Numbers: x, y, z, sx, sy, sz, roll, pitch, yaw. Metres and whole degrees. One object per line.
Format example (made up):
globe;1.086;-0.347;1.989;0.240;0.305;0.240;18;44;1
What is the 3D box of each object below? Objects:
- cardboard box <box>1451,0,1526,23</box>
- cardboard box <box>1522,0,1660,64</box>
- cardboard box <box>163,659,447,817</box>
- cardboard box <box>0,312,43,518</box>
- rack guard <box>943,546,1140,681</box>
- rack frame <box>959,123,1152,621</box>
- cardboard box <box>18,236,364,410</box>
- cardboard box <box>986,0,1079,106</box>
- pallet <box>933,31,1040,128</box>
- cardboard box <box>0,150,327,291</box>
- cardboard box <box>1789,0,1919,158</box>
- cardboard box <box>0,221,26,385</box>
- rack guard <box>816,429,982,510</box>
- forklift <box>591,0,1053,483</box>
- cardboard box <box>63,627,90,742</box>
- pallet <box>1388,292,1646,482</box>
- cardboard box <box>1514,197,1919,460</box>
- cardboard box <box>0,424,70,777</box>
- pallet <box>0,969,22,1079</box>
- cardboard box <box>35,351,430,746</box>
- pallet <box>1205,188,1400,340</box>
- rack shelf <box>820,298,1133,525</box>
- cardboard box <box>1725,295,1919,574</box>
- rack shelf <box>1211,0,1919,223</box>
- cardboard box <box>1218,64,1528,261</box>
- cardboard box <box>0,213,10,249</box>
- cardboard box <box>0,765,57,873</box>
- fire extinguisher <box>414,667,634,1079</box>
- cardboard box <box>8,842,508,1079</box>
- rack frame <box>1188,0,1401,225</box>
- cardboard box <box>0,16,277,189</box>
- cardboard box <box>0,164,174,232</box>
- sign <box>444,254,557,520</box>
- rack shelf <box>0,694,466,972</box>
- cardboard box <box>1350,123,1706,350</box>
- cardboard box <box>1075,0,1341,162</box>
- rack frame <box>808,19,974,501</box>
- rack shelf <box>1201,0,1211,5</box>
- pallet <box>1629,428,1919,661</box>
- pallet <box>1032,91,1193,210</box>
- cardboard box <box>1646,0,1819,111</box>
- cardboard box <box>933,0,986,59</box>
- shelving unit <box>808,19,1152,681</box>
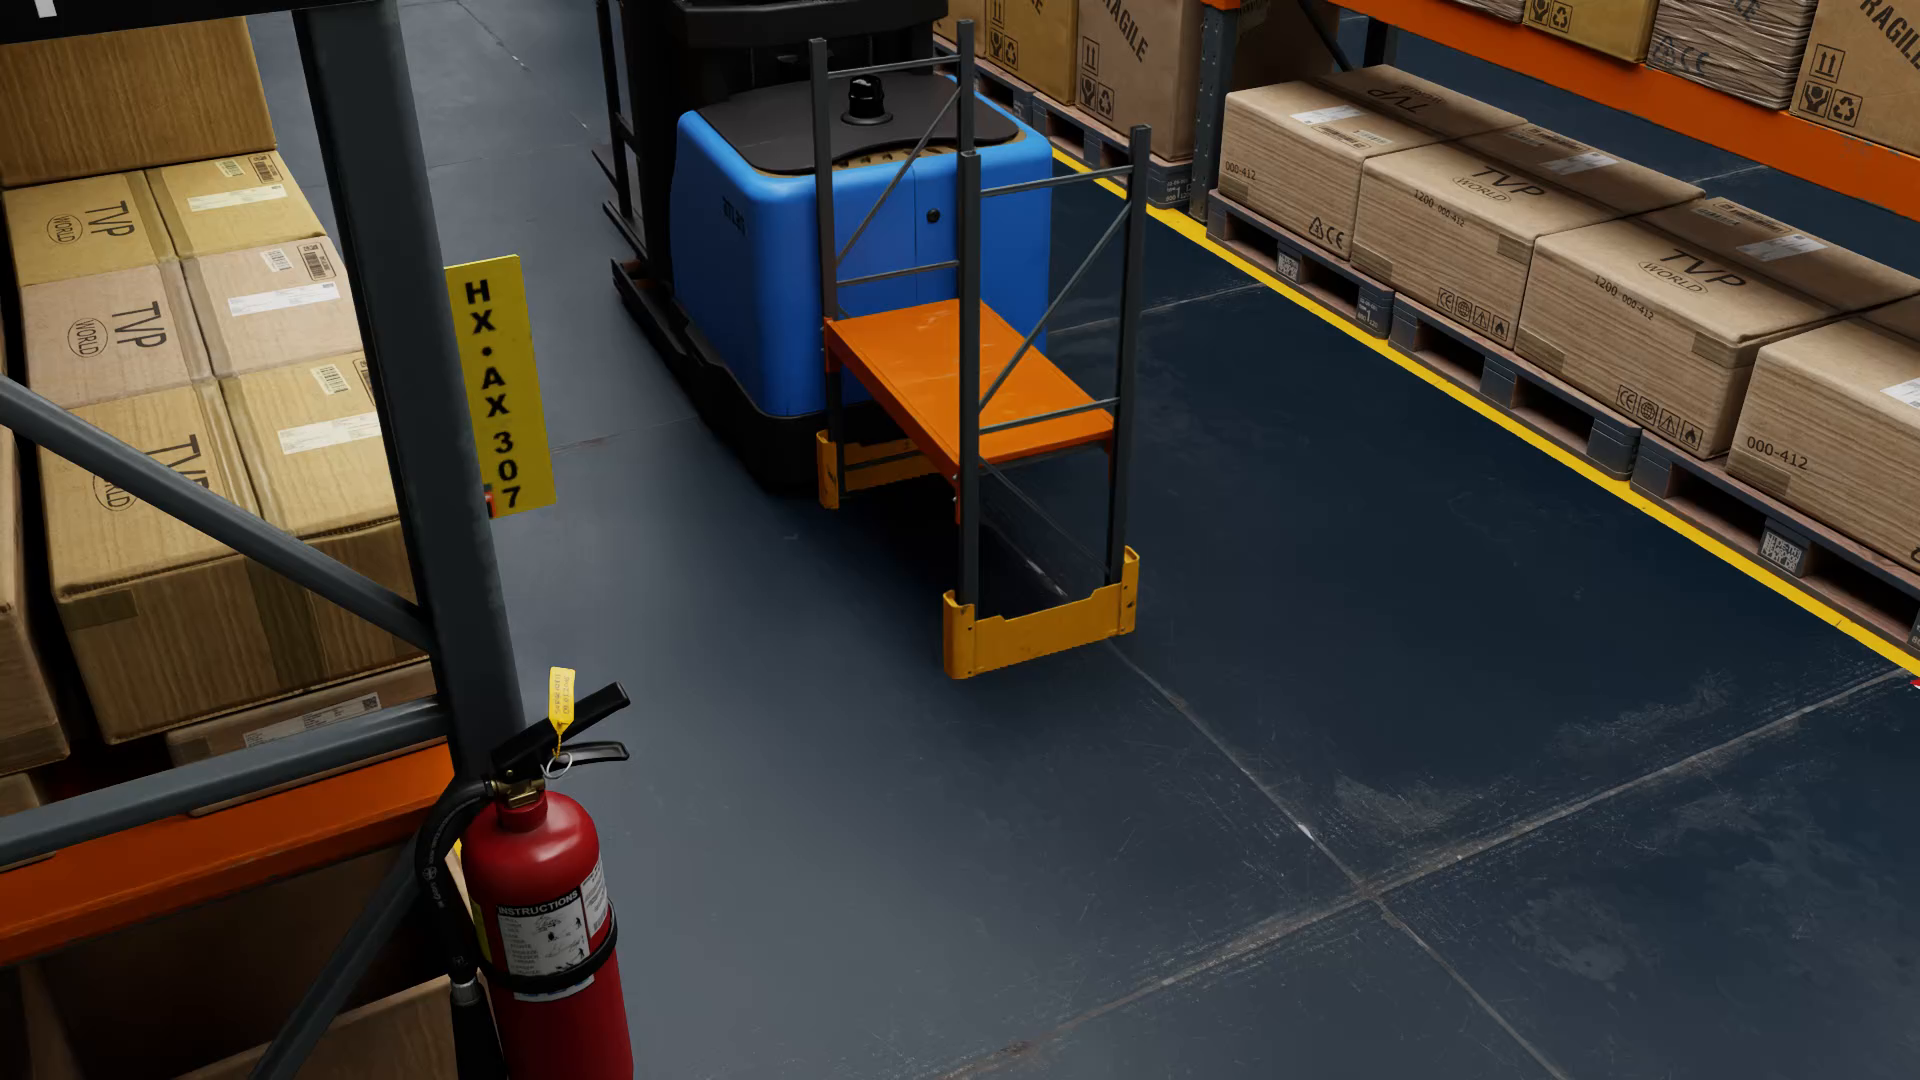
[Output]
cardboard box;1.950;-2.101;5.656;0.500;0.500;0.500;-16;36;-23
cardboard box;2.190;-1.855;5.273;0.500;0.500;0.500;-15;35;-22
cardboard box;-0.930;0.210;2.374;0.380;0.149;0.250;-16;36;-23
cardboard box;-1.708;-0.131;2.537;0.500;0.250;0.500;-16;36;-23
rack guard;0.231;0.205;4.699;0.587;0.250;0.087;-14;35;-21
rack frame;0.232;-0.321;4.361;0.500;1.500;0.032;-14;35;-21
cardboard box;-1.228;-0.257;2.733;0.500;0.250;0.500;-15;36;-23
cardboard box;0.717;-2.816;8.445;0.875;0.875;0.875;-15;36;-22
pallet;0.506;-2.587;9.092;1.003;0.211;1.213;-16;36;-23
cardboard box;-1.467;-0.498;3.110;0.500;0.250;0.500;-17;36;-24
cardboard box;2.690;-1.369;4.514;0.500;0.500;0.500;-17;36;-24
cardboard box;-1.935;-0.369;2.908;0.500;0.250;0.500;-15;35;-22
rack guard;-0.183;-0.284;5.462;0.587;0.250;0.087;-14;35;-21
forklift;-0.761;-2.199;5.965;1.130;2.935;3.031;-14;35;-20
cardboard box;-1.475;0.209;2.377;0.380;0.149;0.250;-15;35;-22
pallet;2.363;-0.689;6.130;1.003;0.211;1.213;-16;36;-23
cardboard box;2.540;-0.743;5.614;0.875;0.438;0.875;-15;36;-22
cardboard box;-1.468;0.115;2.153;0.500;0.250;0.500;-15;36;-22
pallet;-1.427;1.088;3.356;1.003;0.211;1.213;-16;36;-23
cardboard box;-0.992;-0.016;2.358;0.500;0.250;0.500;-16;36;-23
pallet;1.791;-1.272;7.040;1.003;0.211;1.213;-16;36;-23
rack shelf;0.020;-0.419;4.847;0.538;0.185;1.000;-14;35;-21
cardboard box;2.974;-0.308;4.936;0.875;0.438;0.875;-17;36;-25
rack shelf;2.438;-1.572;5.589;1.077;0.370;4.000;-16;36;-23
cardboard box;1.703;-1.600;6.953;0.875;0.438;0.875;-16;36;-24
cardboard box;-2.178;-0.618;3.298;0.500;0.250;0.500;-16;36;-23
cardboard box;-1.411;0.345;2.163;0.380;0.149;0.250;-16;36;-24
fire extinguisher;-0.542;0.474;2.147;0.296;0.674;0.183;-16;36;-23
cardboard box;-1.221;0.889;3.007;0.797;0.503;0.637;-17;37;-25
rack frame;1.505;-2.829;6.885;1.000;3.000;0.127;-16;36;-23
cardboard box;-1.692;-1.048;3.273;0.500;0.500;0.500;-15;36;-22
cardboard box;-1.724;-0.737;3.482;0.500;0.250;0.500;-17;36;-24
sign;-0.539;-0.171;1.934;0.100;0.325;0.005;-16;36;-23
rack shelf;-1.952;-0.321;3.638;1.077;0.370;4.000;-16;36;-23
cardboard box;2.121;-1.173;6.287;0.875;0.438;0.875;-17;36;-24
cardboard box;1.145;-2.387;7.775;0.875;0.875;0.875;-15;35;-22
rack frame;-0.191;-0.820;5.139;0.500;1.500;0.032;-14;35;-21
rack shelf;0.573;-3.481;8.569;1.077;0.370;4.000;-16;36;-23
pallet;2.928;-0.108;5.223;1.003;0.211;1.213;-16;36;-23
pallet;1.079;-2.004;8.183;1.003;0.211;1.213;-16;36;-23
cardboard box;2.442;-1.612;4.893;0.500;0.500;0.500;-15;36;-22
cardboard box;0.301;-3.243;9.111;0.875;0.875;0.875;-15;36;-23
shelving unit;0.024;-0.566;4.743;0.587;1.500;1.083;-14;35;-21
